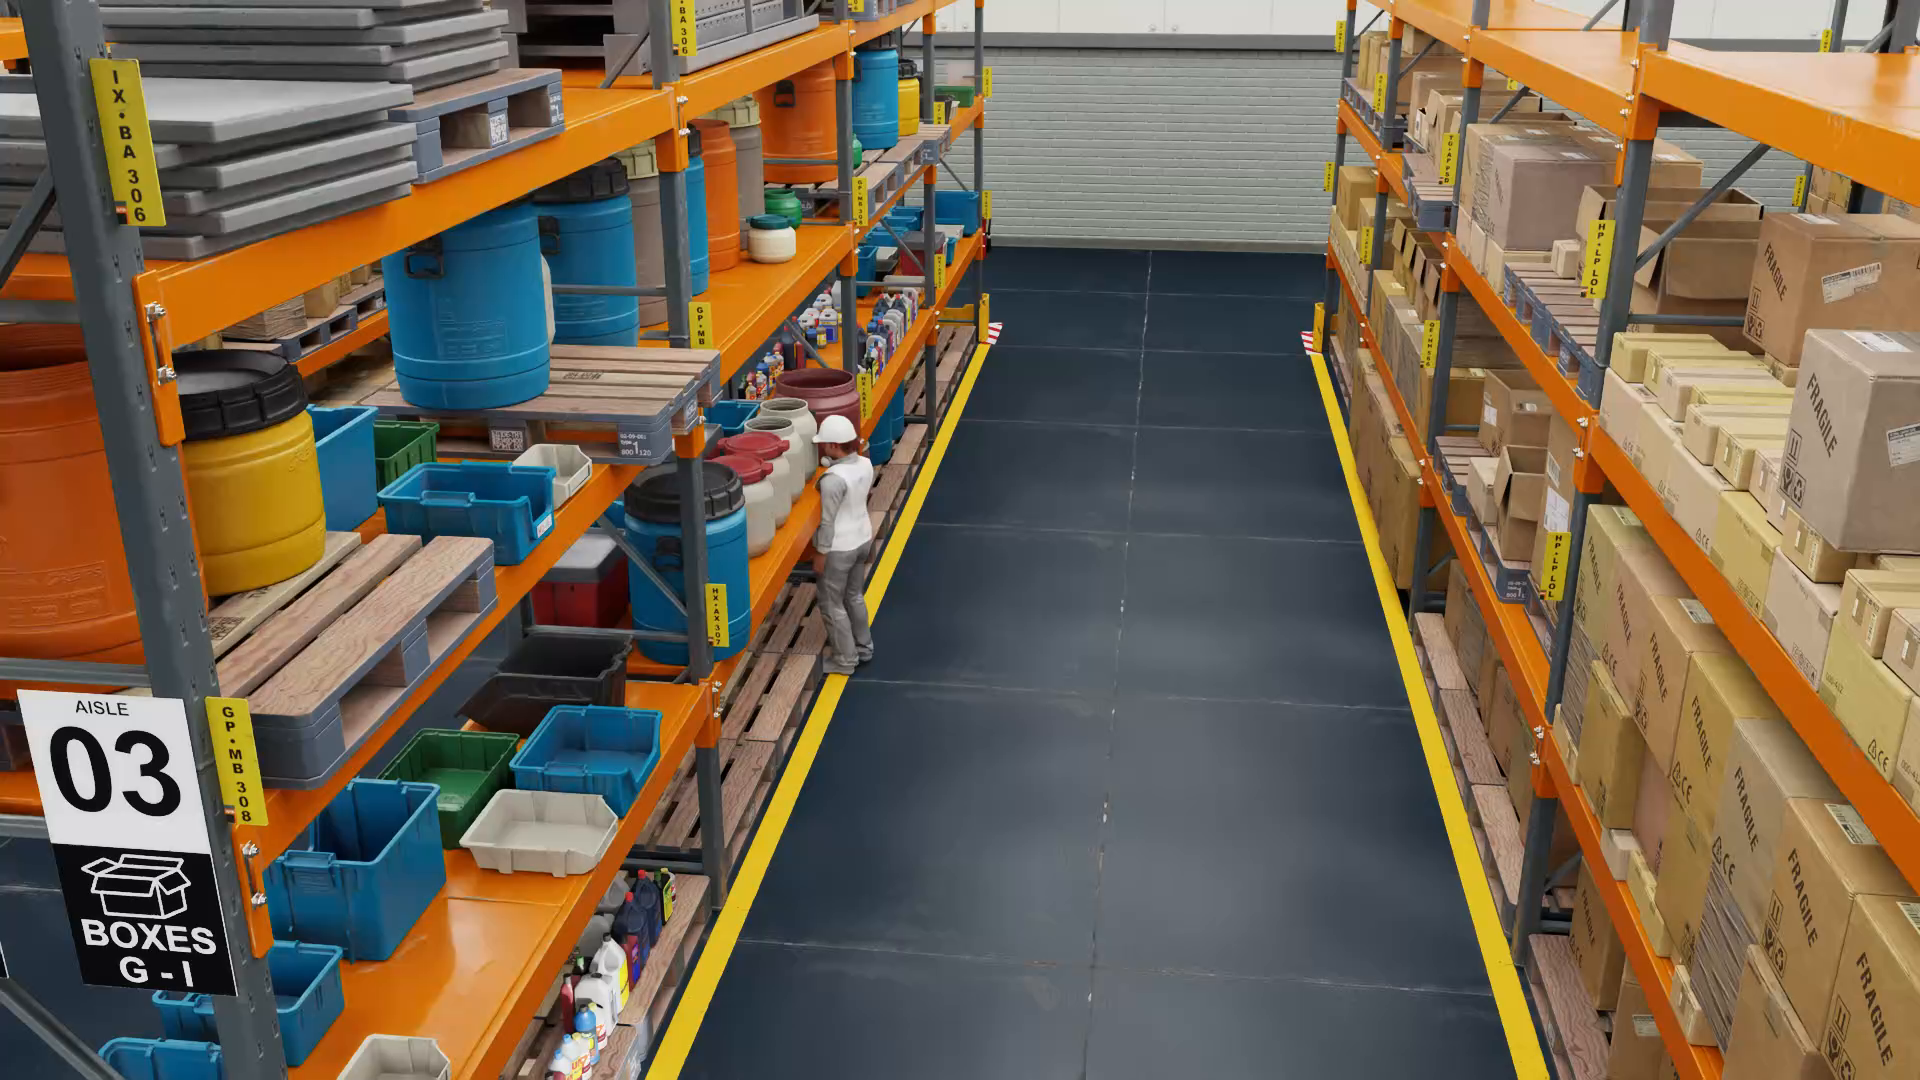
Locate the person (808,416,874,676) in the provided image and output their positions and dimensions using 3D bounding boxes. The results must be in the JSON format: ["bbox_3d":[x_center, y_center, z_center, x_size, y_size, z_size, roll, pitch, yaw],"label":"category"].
[{"bbox_3d":[-0.791,0.029,10.987,0.358,1.765,0.533,10,23,24],"label":"person"}]
